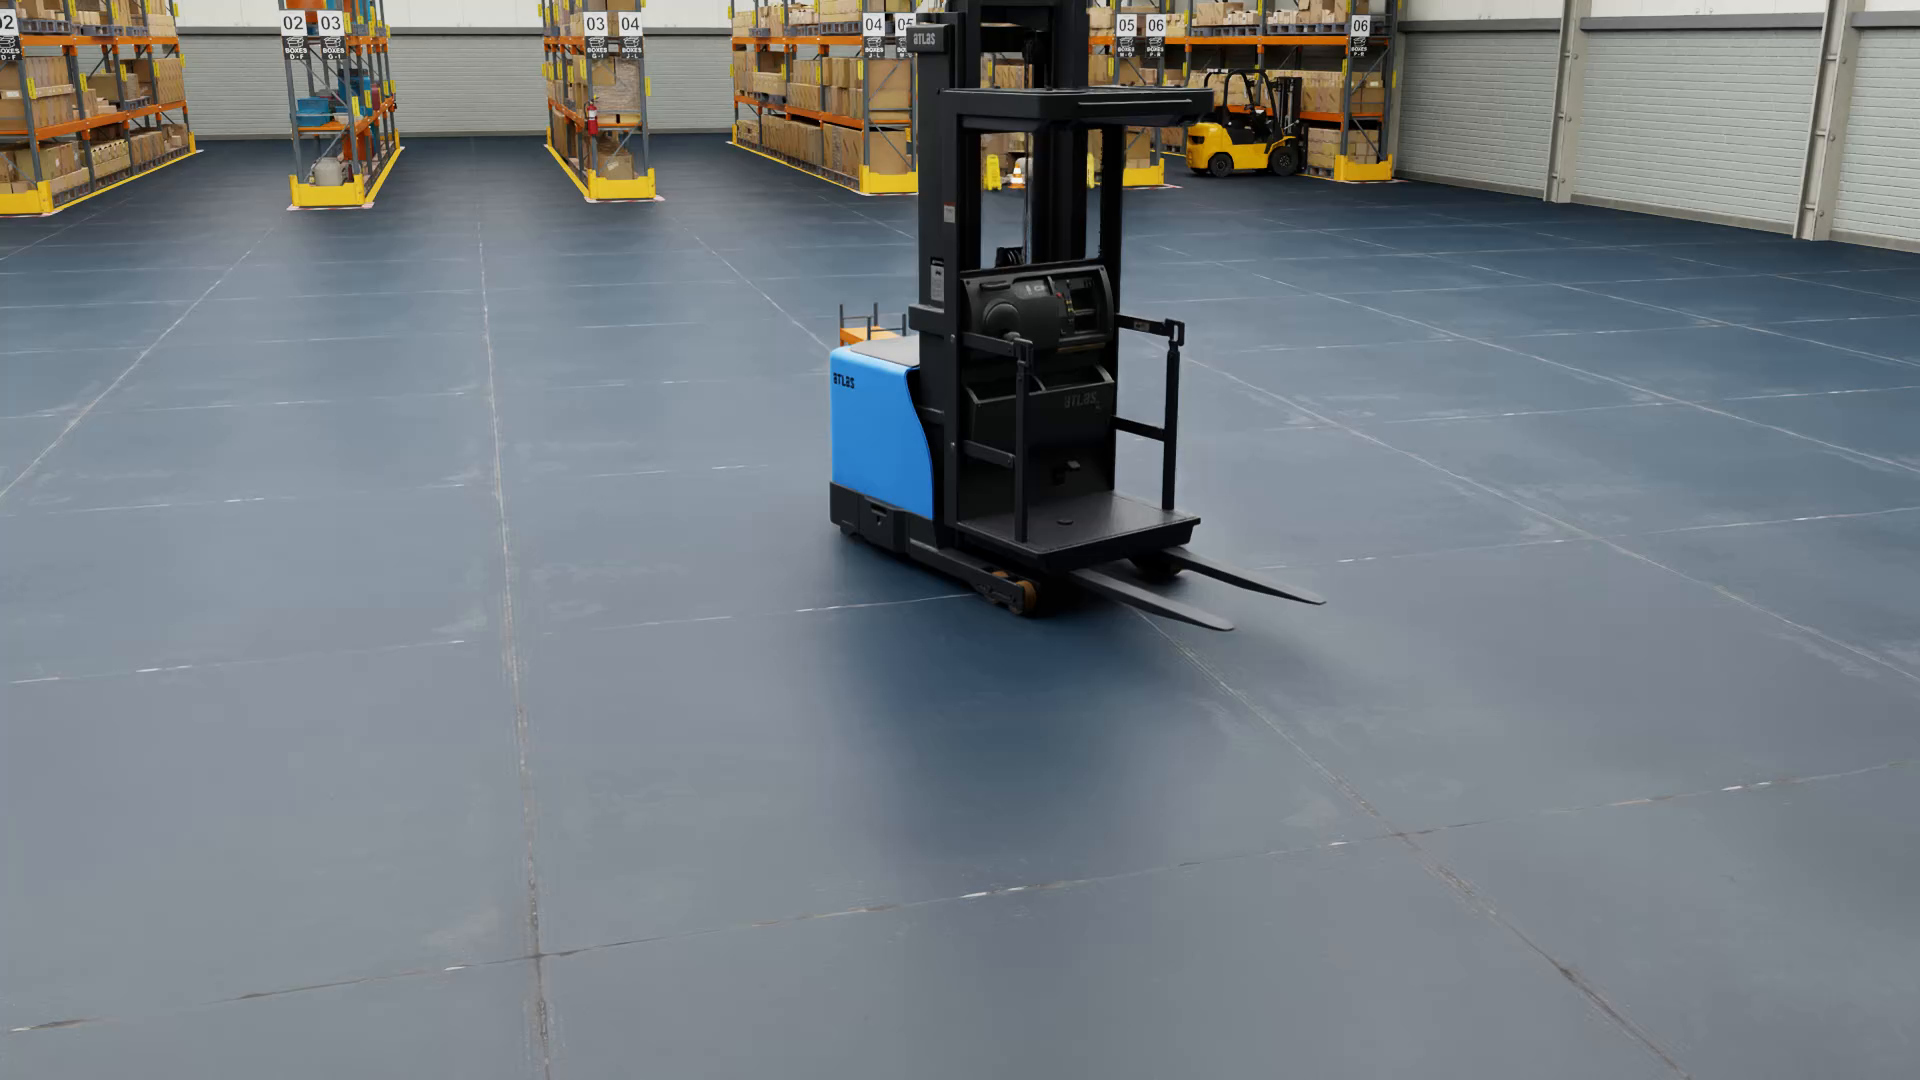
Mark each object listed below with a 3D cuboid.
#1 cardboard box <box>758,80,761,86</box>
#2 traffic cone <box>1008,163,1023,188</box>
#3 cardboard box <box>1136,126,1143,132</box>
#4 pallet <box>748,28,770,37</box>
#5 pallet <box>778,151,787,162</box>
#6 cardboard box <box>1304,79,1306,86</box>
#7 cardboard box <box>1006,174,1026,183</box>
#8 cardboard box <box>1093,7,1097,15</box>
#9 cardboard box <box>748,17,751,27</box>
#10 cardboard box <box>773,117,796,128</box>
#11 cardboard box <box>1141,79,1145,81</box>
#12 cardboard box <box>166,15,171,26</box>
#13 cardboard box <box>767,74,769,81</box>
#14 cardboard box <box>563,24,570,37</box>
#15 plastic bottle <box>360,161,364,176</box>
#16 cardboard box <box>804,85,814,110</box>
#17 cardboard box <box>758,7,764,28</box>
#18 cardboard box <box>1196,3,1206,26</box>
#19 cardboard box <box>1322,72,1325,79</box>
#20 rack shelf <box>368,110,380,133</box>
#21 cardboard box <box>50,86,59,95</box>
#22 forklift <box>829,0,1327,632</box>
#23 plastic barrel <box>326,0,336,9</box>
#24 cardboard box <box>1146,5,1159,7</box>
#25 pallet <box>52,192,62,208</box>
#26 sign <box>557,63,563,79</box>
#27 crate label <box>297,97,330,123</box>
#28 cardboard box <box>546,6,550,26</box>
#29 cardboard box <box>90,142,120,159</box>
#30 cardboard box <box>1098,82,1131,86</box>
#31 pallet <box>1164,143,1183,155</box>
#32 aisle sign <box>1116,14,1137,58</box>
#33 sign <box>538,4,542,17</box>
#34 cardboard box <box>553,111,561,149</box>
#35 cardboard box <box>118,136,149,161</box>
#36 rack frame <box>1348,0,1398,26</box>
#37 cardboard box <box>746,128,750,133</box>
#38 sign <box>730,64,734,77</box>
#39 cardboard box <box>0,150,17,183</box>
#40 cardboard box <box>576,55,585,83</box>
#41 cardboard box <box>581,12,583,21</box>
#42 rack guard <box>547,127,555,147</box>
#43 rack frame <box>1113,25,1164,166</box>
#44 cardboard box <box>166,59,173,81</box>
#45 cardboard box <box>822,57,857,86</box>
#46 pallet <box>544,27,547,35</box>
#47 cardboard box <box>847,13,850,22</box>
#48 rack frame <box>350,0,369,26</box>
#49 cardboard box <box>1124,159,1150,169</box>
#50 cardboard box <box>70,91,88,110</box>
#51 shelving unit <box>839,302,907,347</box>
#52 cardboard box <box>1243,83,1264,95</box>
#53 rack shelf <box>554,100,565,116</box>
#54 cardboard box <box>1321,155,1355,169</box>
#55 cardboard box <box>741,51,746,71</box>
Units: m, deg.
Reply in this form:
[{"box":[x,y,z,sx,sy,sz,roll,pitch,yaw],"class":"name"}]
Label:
[{"box":[-4.711,-11.169,40.609,0.380,0.149,0.250,-5,18,-18],"class":"cardboard box"},{"box":[1.103,-7.026,32.036,0.336,0.463,0.334,-5,17,-15],"class":"traffic cone"},{"box":[4.982,-10.824,43.887,0.500,0.500,0.500,-5,17,-16],"class":"cardboard box"},{"box":[-4.527,-12.473,40.873,1.213,0.211,1.003,-5,17,-15],"class":"pallet"},{"box":[-3.708,-9.080,39.312,1.003,0.211,1.213,-5,17,-15],"class":"pallet"},{"box":[7.485,-9.660,35.096,0.380,0.149,0.250,-5,17,-16],"class":"cardboard box"},{"box":[1.133,-7.243,33.305,0.380,0.149,0.250,4,17,13],"class":"cardboard box"},{"box":[2.857,-10.460,32.896,0.380,0.149,0.250,-5,17,-15],"class":"cardboard box"},{"box":[-5.097,-13.162,42.233,0.500,0.250,0.500,-5,18,-18],"class":"cardboard box"},{"box":[-4.208,-10.011,39.877,0.500,0.250,0.500,-4,17,-14],"class":"cardboard box"},{"box":[4.922,-11.840,43.159,0.396,0.266,0.258,-4,17,-13],"class":"cardboard box"},{"box":[-19.492,-12.609,40.393,0.500,0.250,0.500,-5,17,-15],"class":"cardboard box"},{"box":[-4.346,-10.947,39.353,0.380,0.149,0.250,-5,17,-15],"class":"cardboard box"},{"box":[-8.116,-10.766,35.125,0.500,0.250,0.500,-4,17,-14],"class":"cardboard box"},{"box":[-11.505,-7.139,31.963,0.061,0.283,0.133,-4,17,-12],"class":"plastic bottle"},{"box":[-3.073,-9.543,35.834,0.500,0.500,0.500,-5,17,-15],"class":"cardboard box"},{"box":[-4.595,-12.877,40.990,0.700,0.500,0.500,-5,17,-15],"class":"cardboard box"},{"box":[5.973,-12.526,39.645,0.500,0.500,0.500,-5,17,-15],"class":"cardboard box"},{"box":[7.714,-9.593,34.355,0.380,0.149,0.250,-5,17,-15],"class":"cardboard box"},{"box":[-12.504,-8.545,33.937,1.077,0.370,4.000,-5,17,-15],"class":"rack shelf"},{"box":[-16.090,-7.895,29.220,0.380,0.149,0.250,-4,17,-14],"class":"cardboard box"},{"box":[0.536,-1.197,8.341,1.130,2.935,3.031,-12,21,-35],"class":"forklift"},{"box":[-11.784,-9.931,30.483,0.600,0.901,0.708,-5,17,-15],"class":"plastic barrel"},{"box":[5.059,-13.945,43.744,0.396,0.266,0.258,-5,17,-16],"class":"cardboard box"},{"box":[-15.869,-5.712,28.102,1.003,0.211,1.213,-5,17,-15],"class":"pallet"},{"box":[-8.824,-10.344,36.663,0.100,0.325,0.005,-5,17,-15],"class":"sign"},{"box":[-11.621,-7.735,29.927,0.502,0.435,0.616,-5,17,-15],"class":"crate label"},{"box":[-10.257,-13.476,42.810,0.700,0.500,0.500,-5,18,-17],"class":"cardboard box"},{"box":[-17.151,-7.797,33.269,0.500,0.311,0.500,-5,17,-16],"class":"cardboard box"},{"box":[3.022,-8.724,32.590,0.500,0.500,0.500,-5,17,-16],"class":"cardboard box"},{"box":[5.840,-9.886,41.995,1.003,0.211,1.213,-5,17,-15],"class":"pallet"},{"box":[3.174,-9.610,31.713,0.394,0.787,0.004,-5,17,-15],"class":"aisle sign"},{"box":[-11.025,-13.898,43.636,0.100,0.325,0.005,-5,17,-15],"class":"sign"},{"box":[-9.195,-9.949,40.323,1.225,0.875,0.875,-5,17,-15],"class":"cardboard box"},{"box":[-17.950,-8.498,36.109,0.500,0.500,0.500,-5,17,-16],"class":"cardboard box"},{"box":[8.207,-11.672,32.667,1.000,3.000,0.127,-5,17,-15],"class":"rack frame"},{"box":[-5.492,-10.938,44.361,0.380,0.149,0.250,-6,18,-18],"class":"cardboard box"},{"box":[-6.215,-12.783,45.290,0.100,0.325,0.005,-5,17,-15],"class":"sign"},{"box":[-16.052,-6.208,27.651,0.500,0.500,0.500,-5,17,-15],"class":"cardboard box"},{"box":[-7.037,-8.976,31.692,0.500,0.500,0.500,-5,17,-15],"class":"cardboard box"},{"box":[-6.469,-9.230,29.318,0.380,0.149,0.250,-5,17,-15],"class":"cardboard box"},{"box":[-10.496,-10.857,44.727,1.175,0.500,0.348,-5,17,-15],"class":"rack guard"},{"box":[3.436,-8.405,32.220,1.000,3.000,0.127,-5,17,-15],"class":"rack frame"},{"box":[-19.201,-11.266,39.832,0.500,0.500,0.500,-4,17,-14],"class":"cardboard box"},{"box":[-2.327,-9.577,33.982,0.875,0.550,0.550,-5,17,-15],"class":"cardboard box"},{"box":[-10.276,-13.237,43.246,1.003,0.211,1.213,-5,17,-15],"class":"pallet"},{"box":[-1.922,-9.827,31.272,0.380,0.149,0.250,-5,17,-15],"class":"cardboard box"},{"box":[-13.054,-12.316,34.812,1.000,3.000,0.127,-5,17,-15],"class":"rack frame"},{"box":[3.480,-7.535,33.371,0.500,0.250,0.500,-5,17,-16],"class":"cardboard box"},{"box":[-17.058,-8.353,31.874,0.500,0.500,0.500,-3,17,-11],"class":"cardboard box"},{"box":[-0.518,-0.787,9.985,0.258,1.200,0.503,-7,18,-22],"class":"shelving unit"},{"box":[6.727,-10.188,37.548,0.500,0.250,0.500,-5,17,-16],"class":"cardboard box"},{"box":[-8.841,-10.043,38.924,1.077,0.370,4.000,-5,17,-15],"class":"rack shelf"},{"box":[7.774,-7.788,34.215,0.500,0.250,0.500,-5,17,-15],"class":"cardboard box"},{"box":[-5.415,-12.510,43.457,0.500,0.500,0.500,-5,18,-17],"class":"cardboard box"}]
